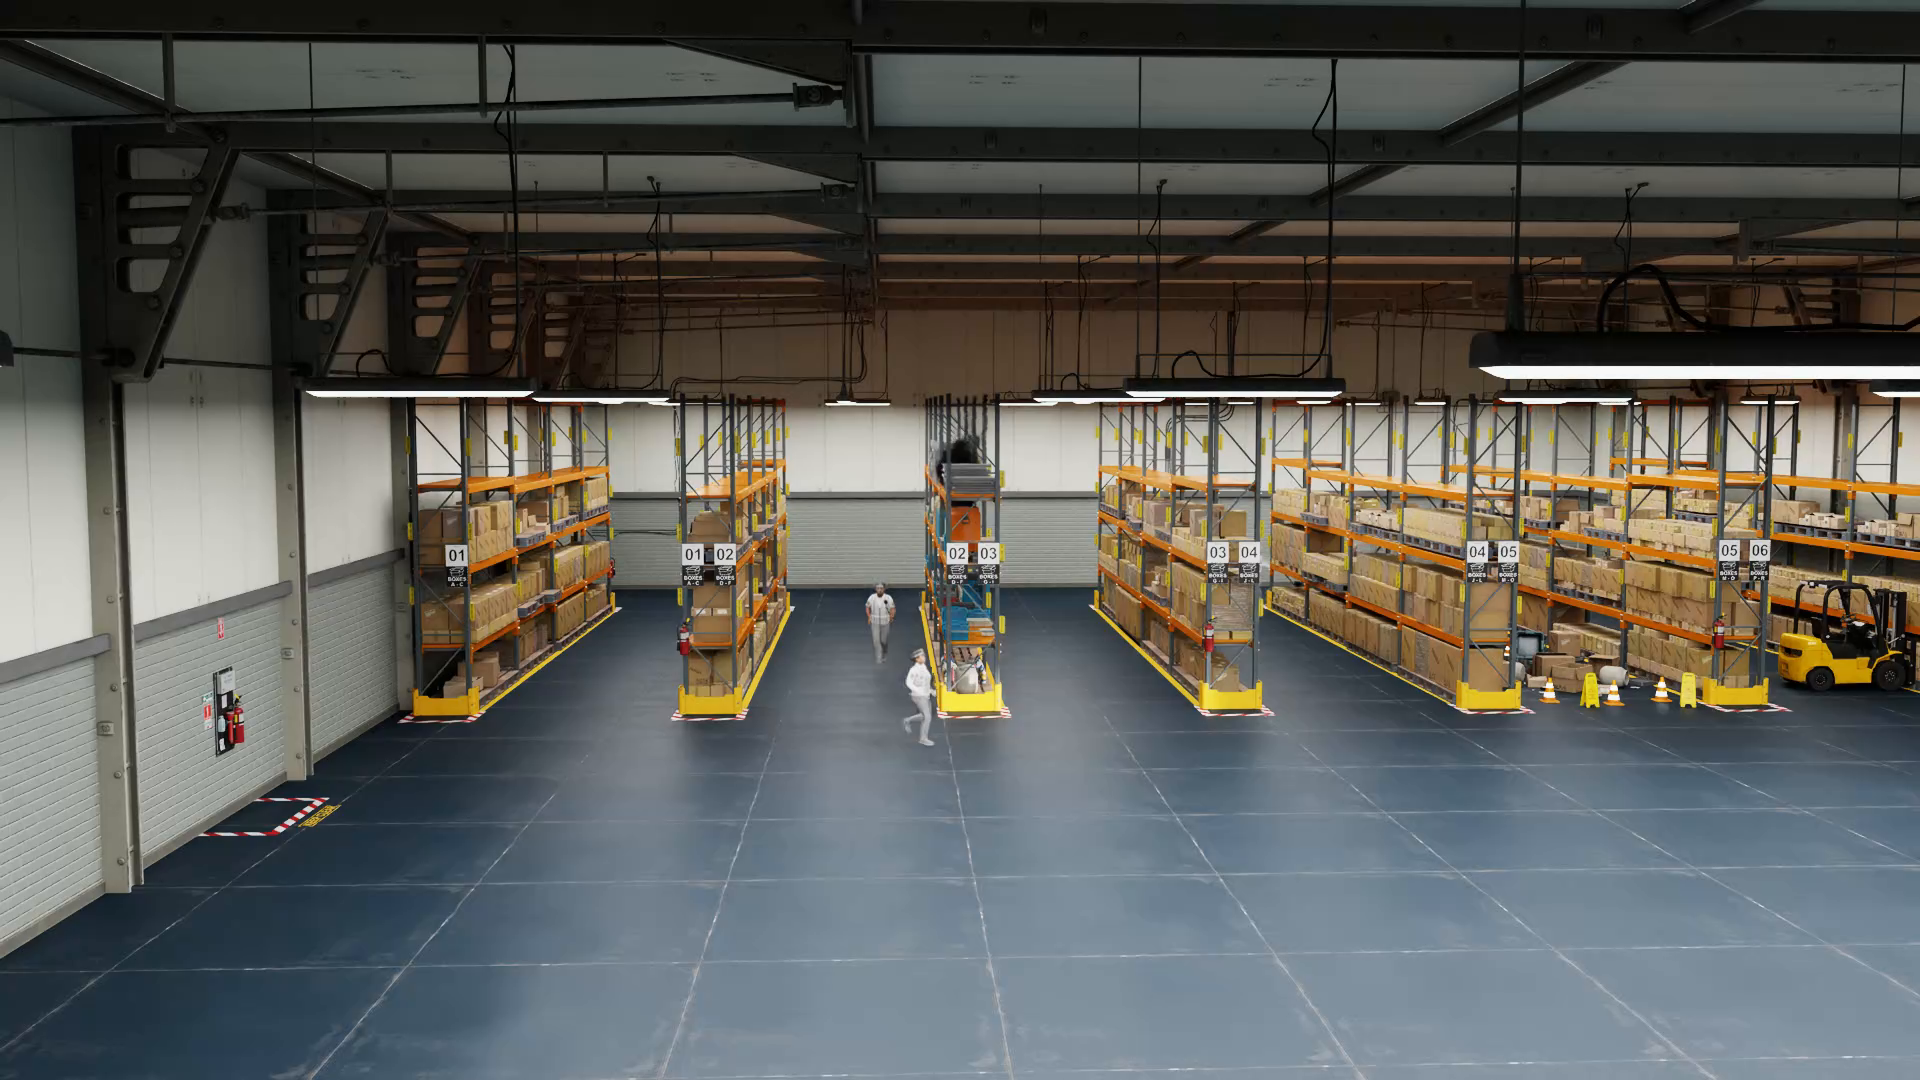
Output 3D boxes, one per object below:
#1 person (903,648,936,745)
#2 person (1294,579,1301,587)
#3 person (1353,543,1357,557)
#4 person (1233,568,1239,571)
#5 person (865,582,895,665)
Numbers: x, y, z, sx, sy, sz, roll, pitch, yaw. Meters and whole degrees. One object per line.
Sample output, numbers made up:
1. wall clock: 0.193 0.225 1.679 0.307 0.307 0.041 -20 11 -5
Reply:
1. person: -0.719 2.666 28.389 0.587 1.665 0.617 2 5 22
2. person: 10.051 1.079 49.018 0.537 1.529 0.549 4 6 38
3. person: 11.713 0.968 49.307 0.713 1.747 0.722 0 5 5
4. person: 7.646 1.171 46.636 0.725 1.727 0.615 1 5 12
5. person: -1.710 1.763 35.641 0.646 1.754 0.667 0 5 0
